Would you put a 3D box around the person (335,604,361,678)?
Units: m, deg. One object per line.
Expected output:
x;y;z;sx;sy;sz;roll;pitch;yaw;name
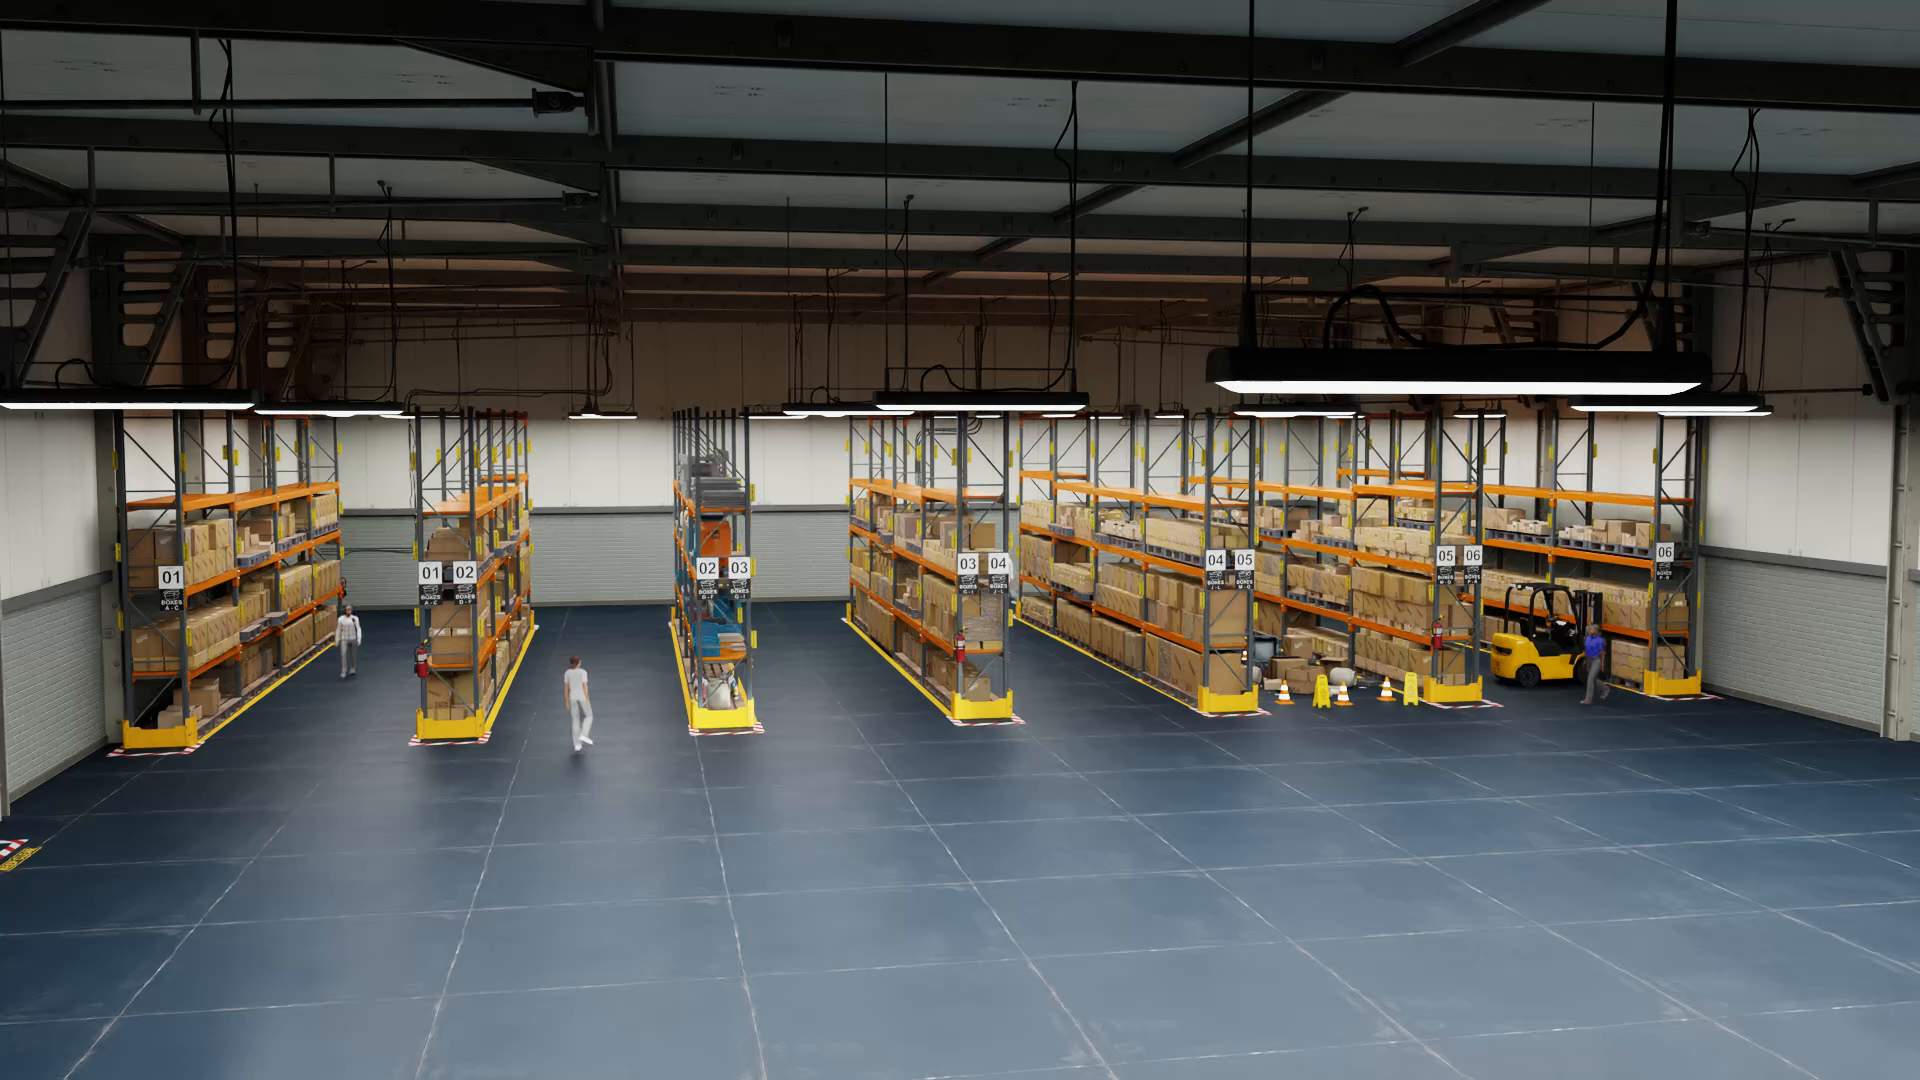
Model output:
-13.724;2.230;37.282;0.564;1.620;1.015;-2;4;-21;person

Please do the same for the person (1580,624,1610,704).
12.938;2.494;33.828;0.884;1.616;0.464;-2;4;-25;person

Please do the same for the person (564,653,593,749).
-6.678;2.815;29.073;0.498;1.659;0.457;0;4;-1;person

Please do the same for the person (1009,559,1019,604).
1.409;1.225;51.601;1.111;1.650;0.549;-2;4;-23;person
